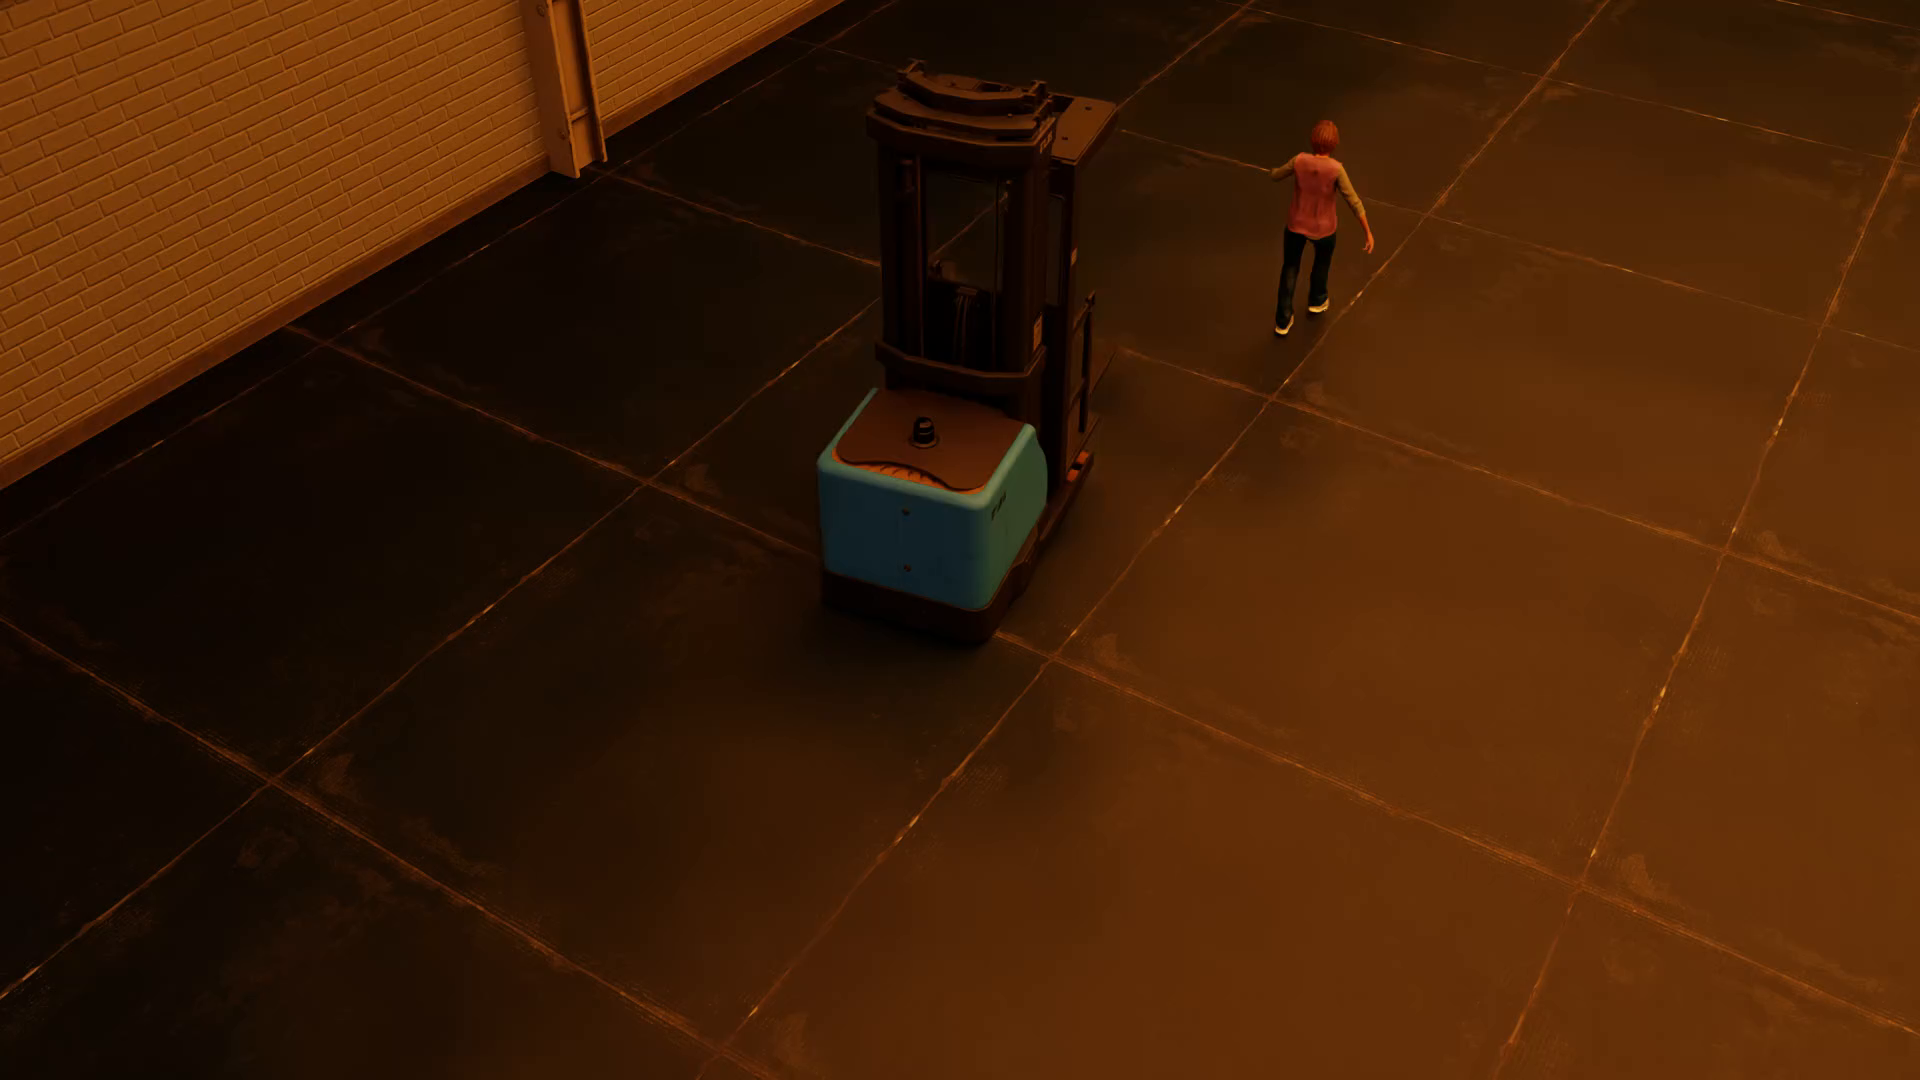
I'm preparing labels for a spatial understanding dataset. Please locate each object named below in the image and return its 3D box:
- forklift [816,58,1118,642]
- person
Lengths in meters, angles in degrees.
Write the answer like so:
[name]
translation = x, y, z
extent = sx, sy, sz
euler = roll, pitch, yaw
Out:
[forklift]
translation = 0.216, -1.497, 9.734
extent = 1.130, 2.935, 3.031
euler = 15, 42, 17
[person]
translation = 2.508, -2.207, 11.642
extent = 0.847, 1.587, 0.658
euler = 16, 43, 18
